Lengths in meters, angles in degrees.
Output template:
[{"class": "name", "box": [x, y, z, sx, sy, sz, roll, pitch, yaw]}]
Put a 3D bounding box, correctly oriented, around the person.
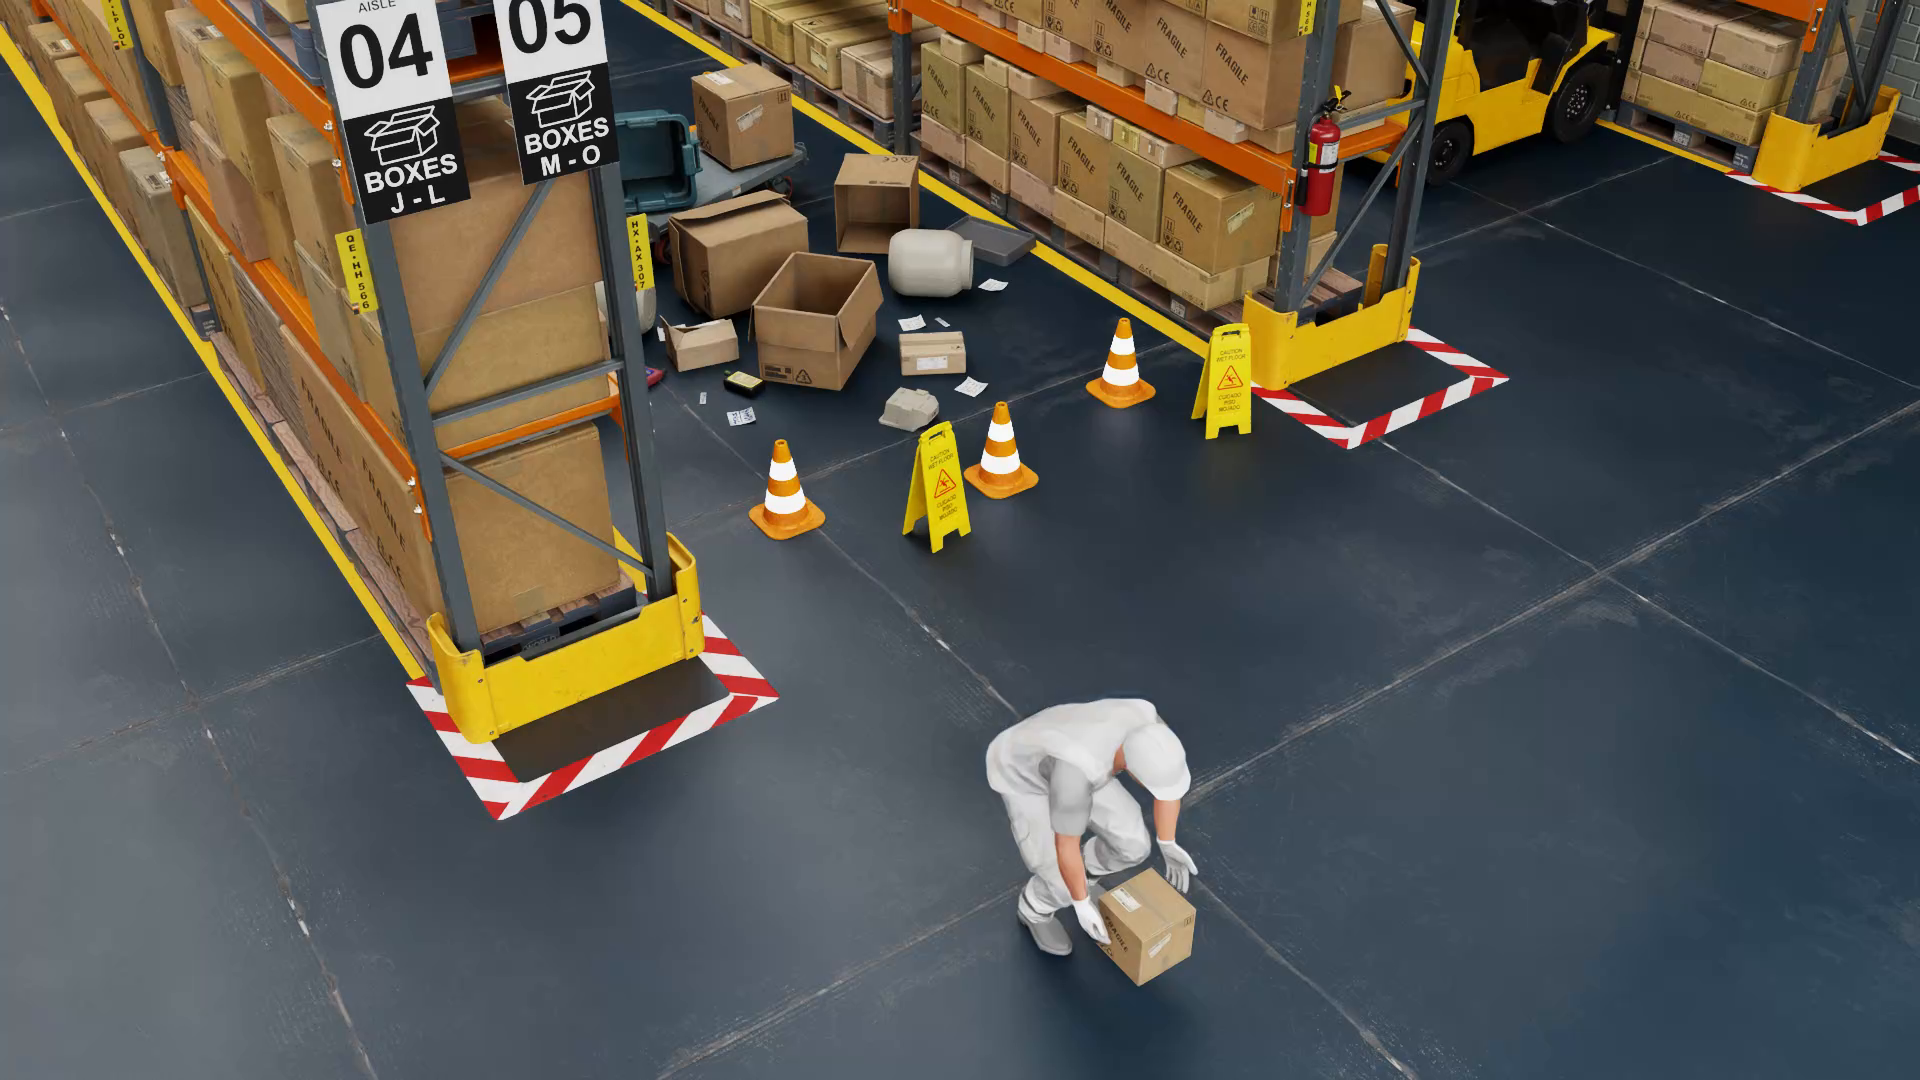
[{"class": "person", "box": [0.484, 0.990, 6.114, 0.582, 1.212, 0.839, -23, 42, -28]}]
